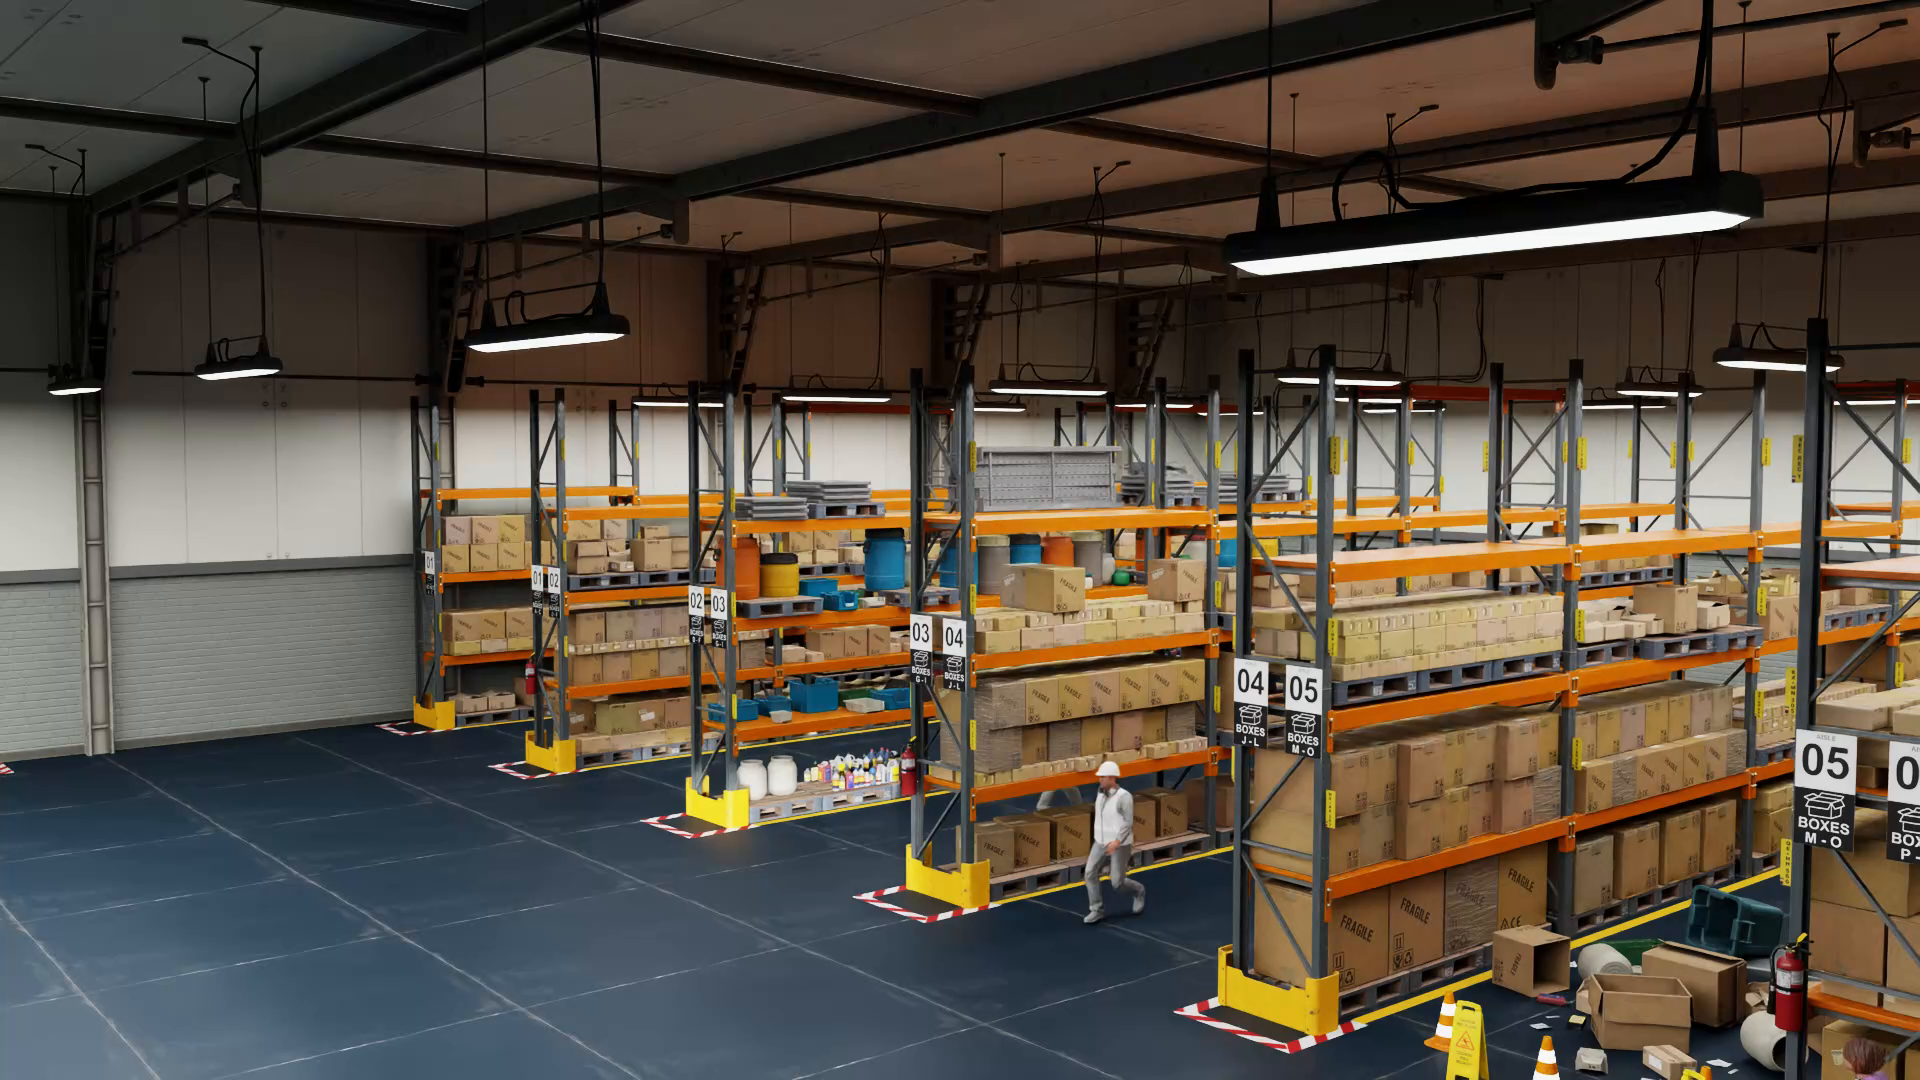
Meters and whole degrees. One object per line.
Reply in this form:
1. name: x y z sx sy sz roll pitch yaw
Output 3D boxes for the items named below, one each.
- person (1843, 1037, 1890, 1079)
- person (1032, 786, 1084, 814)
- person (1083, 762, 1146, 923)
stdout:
1. person: 5.599 3.802 10.100 0.621 1.539 0.536 2 4 25
2. person: 1.265 2.963 22.464 0.994 1.711 0.589 0 3 -7
3. person: 1.650 3.251 18.045 0.869 1.690 0.585 -3 5 -43
